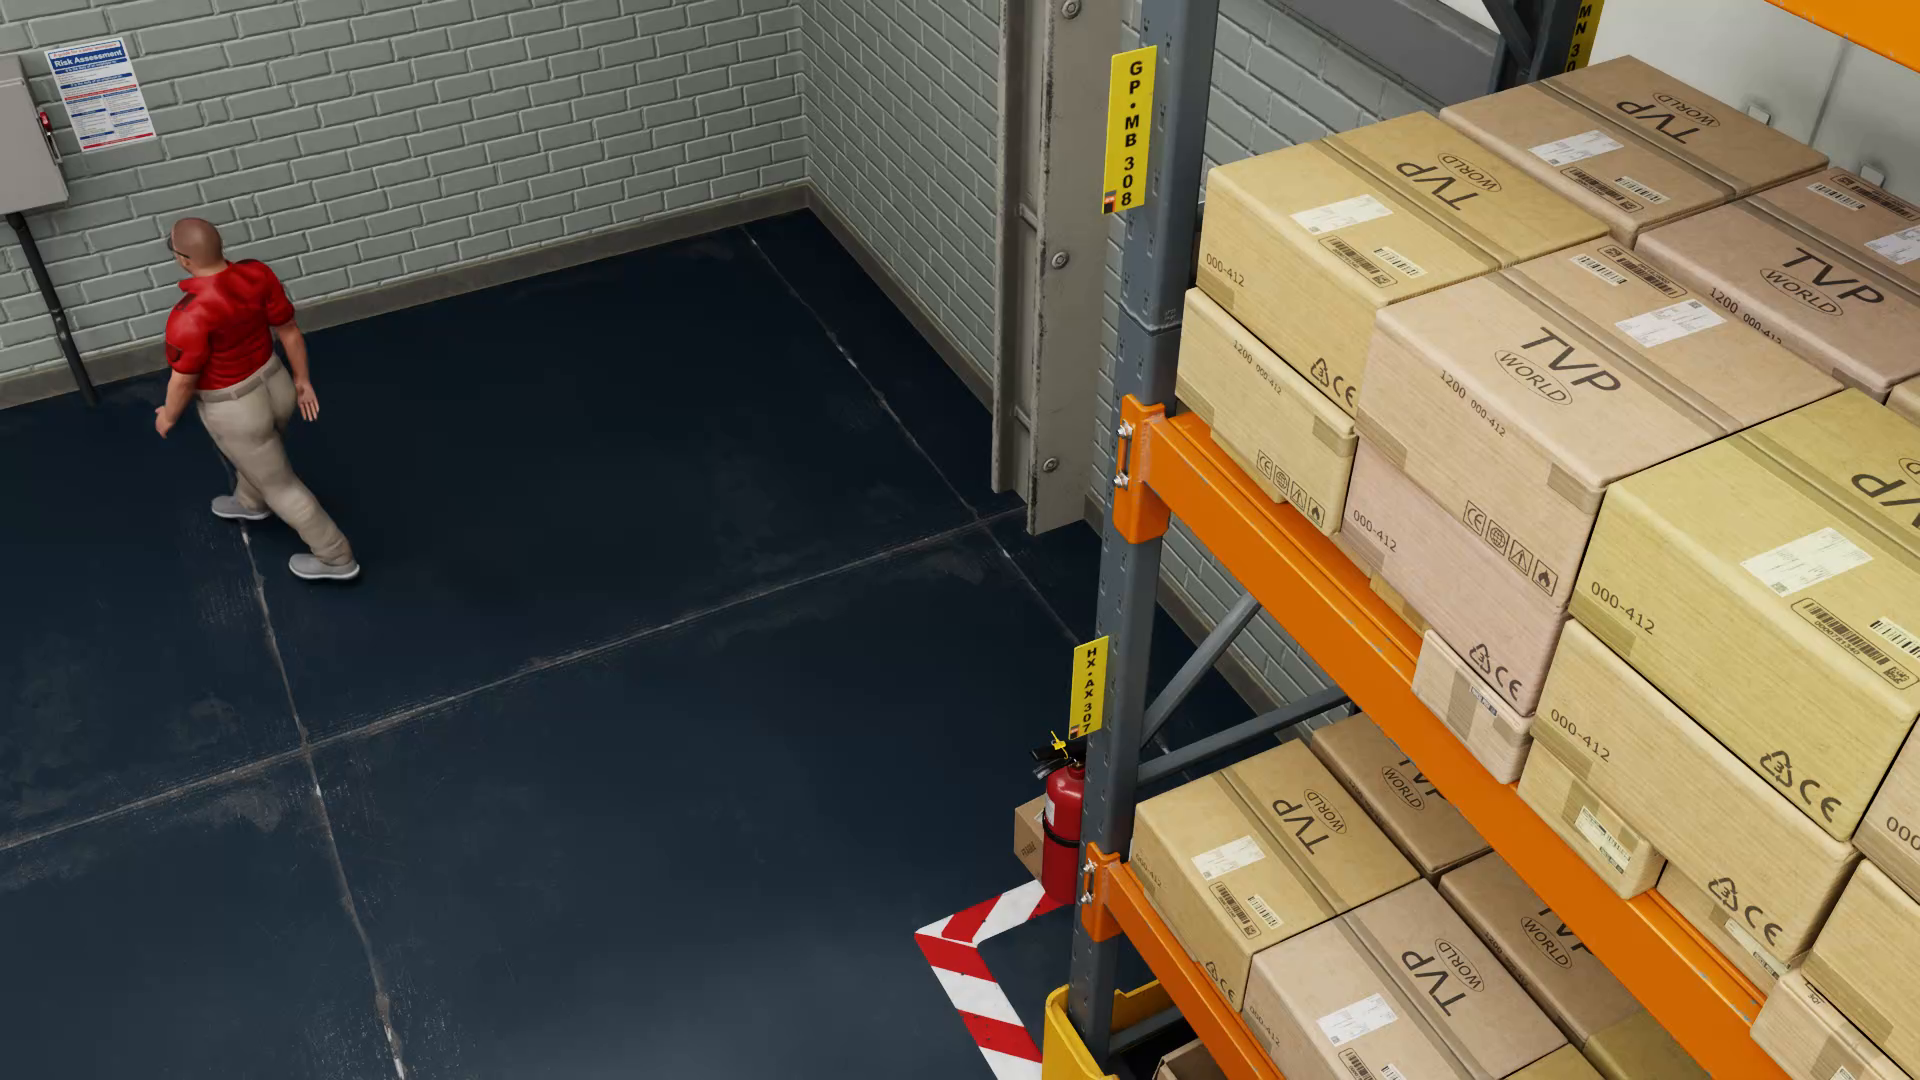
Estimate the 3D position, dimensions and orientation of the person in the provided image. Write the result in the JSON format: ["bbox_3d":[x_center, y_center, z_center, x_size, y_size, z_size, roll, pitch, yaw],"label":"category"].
[{"bbox_3d":[-3.039,-0.591,6.837,0.916,1.692,0.546,13,43,15],"label":"person"}]
